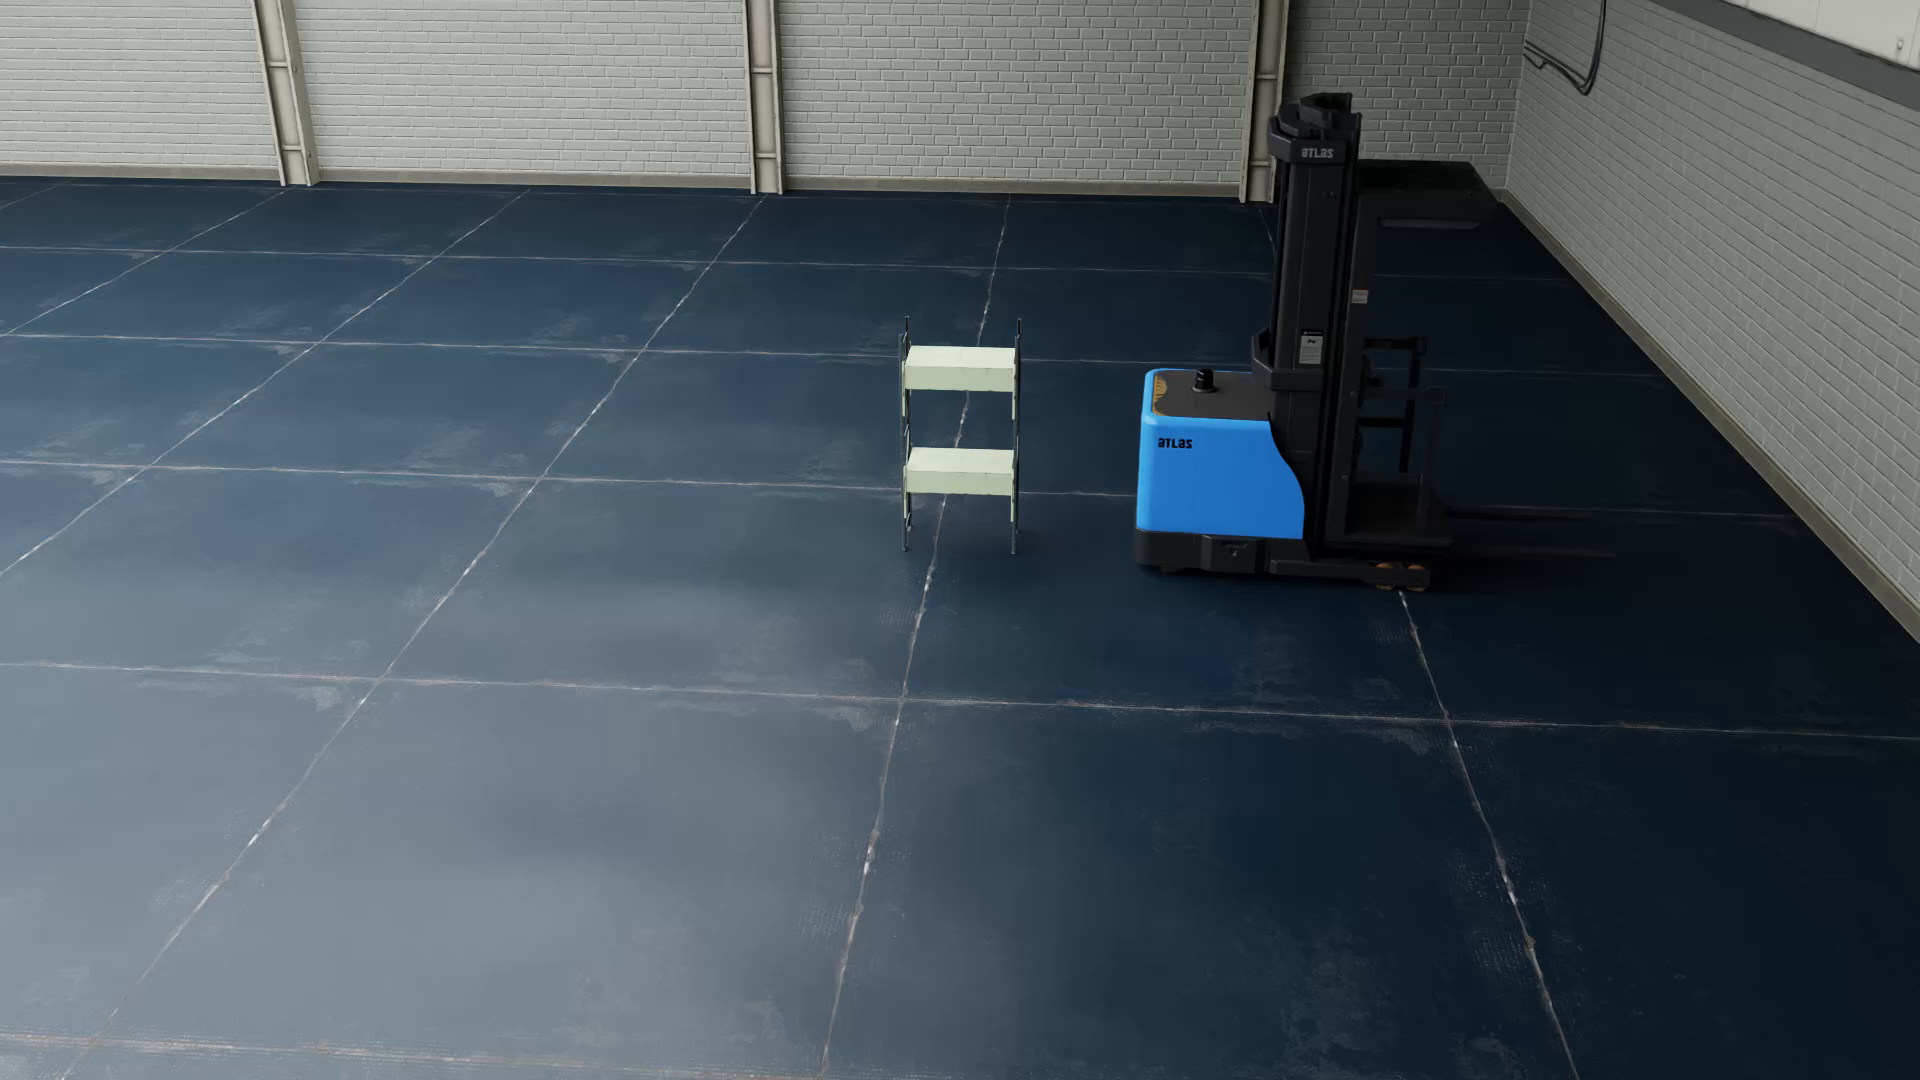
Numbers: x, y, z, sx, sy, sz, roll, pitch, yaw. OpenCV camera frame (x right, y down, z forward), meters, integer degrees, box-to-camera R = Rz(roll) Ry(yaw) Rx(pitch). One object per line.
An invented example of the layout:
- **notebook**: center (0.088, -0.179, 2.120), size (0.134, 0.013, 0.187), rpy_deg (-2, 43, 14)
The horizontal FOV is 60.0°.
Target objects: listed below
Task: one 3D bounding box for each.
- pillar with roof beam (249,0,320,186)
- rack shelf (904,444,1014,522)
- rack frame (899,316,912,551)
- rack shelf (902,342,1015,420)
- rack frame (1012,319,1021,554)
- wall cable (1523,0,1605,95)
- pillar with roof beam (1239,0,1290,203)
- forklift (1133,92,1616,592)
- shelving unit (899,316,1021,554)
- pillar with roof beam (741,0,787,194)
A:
- **pillar with roof beam**: center (-8.686, -6.824, 15.315), size (0.400, 9.000, 9.100), rpy_deg (2, 25, 4)
- **rack shelf**: center (0.007, -0.385, 11.072), size (0.720, 0.370, 0.431), rpy_deg (2, 25, 4)
- **rack frame**: center (-0.358, -0.693, 10.961), size (0.023, 1.500, 0.400), rpy_deg (2, 25, 4)
- **rack shelf**: center (0.007, -1.036, 10.773), size (0.720, 0.370, 0.431), rpy_deg (2, 25, 4)
- **rack frame**: center (0.372, -0.669, 10.911), size (0.023, 1.500, 0.400), rpy_deg (2, 25, 4)
- **wall cable**: center (6.445, -6.178, 17.626), size (0.112, 2.526, 3.097), rpy_deg (2, 25, 4)
- **pillar with roof beam**: center (3.279, -6.440, 14.481), size (0.400, 9.000, 9.100), rpy_deg (2, 25, 4)
- **forklift**: center (2.681, -1.241, 10.442), size (3.031, 2.935, 1.130), rpy_deg (3, 25, 7)
- **shelving unit**: center (0.007, -0.681, 10.936), size (0.755, 1.500, 0.431), rpy_deg (2, 25, 4)
- **pillar with roof beam**: center (-2.704, -6.632, 14.898), size (0.400, 9.000, 9.100), rpy_deg (2, 25, 4)
